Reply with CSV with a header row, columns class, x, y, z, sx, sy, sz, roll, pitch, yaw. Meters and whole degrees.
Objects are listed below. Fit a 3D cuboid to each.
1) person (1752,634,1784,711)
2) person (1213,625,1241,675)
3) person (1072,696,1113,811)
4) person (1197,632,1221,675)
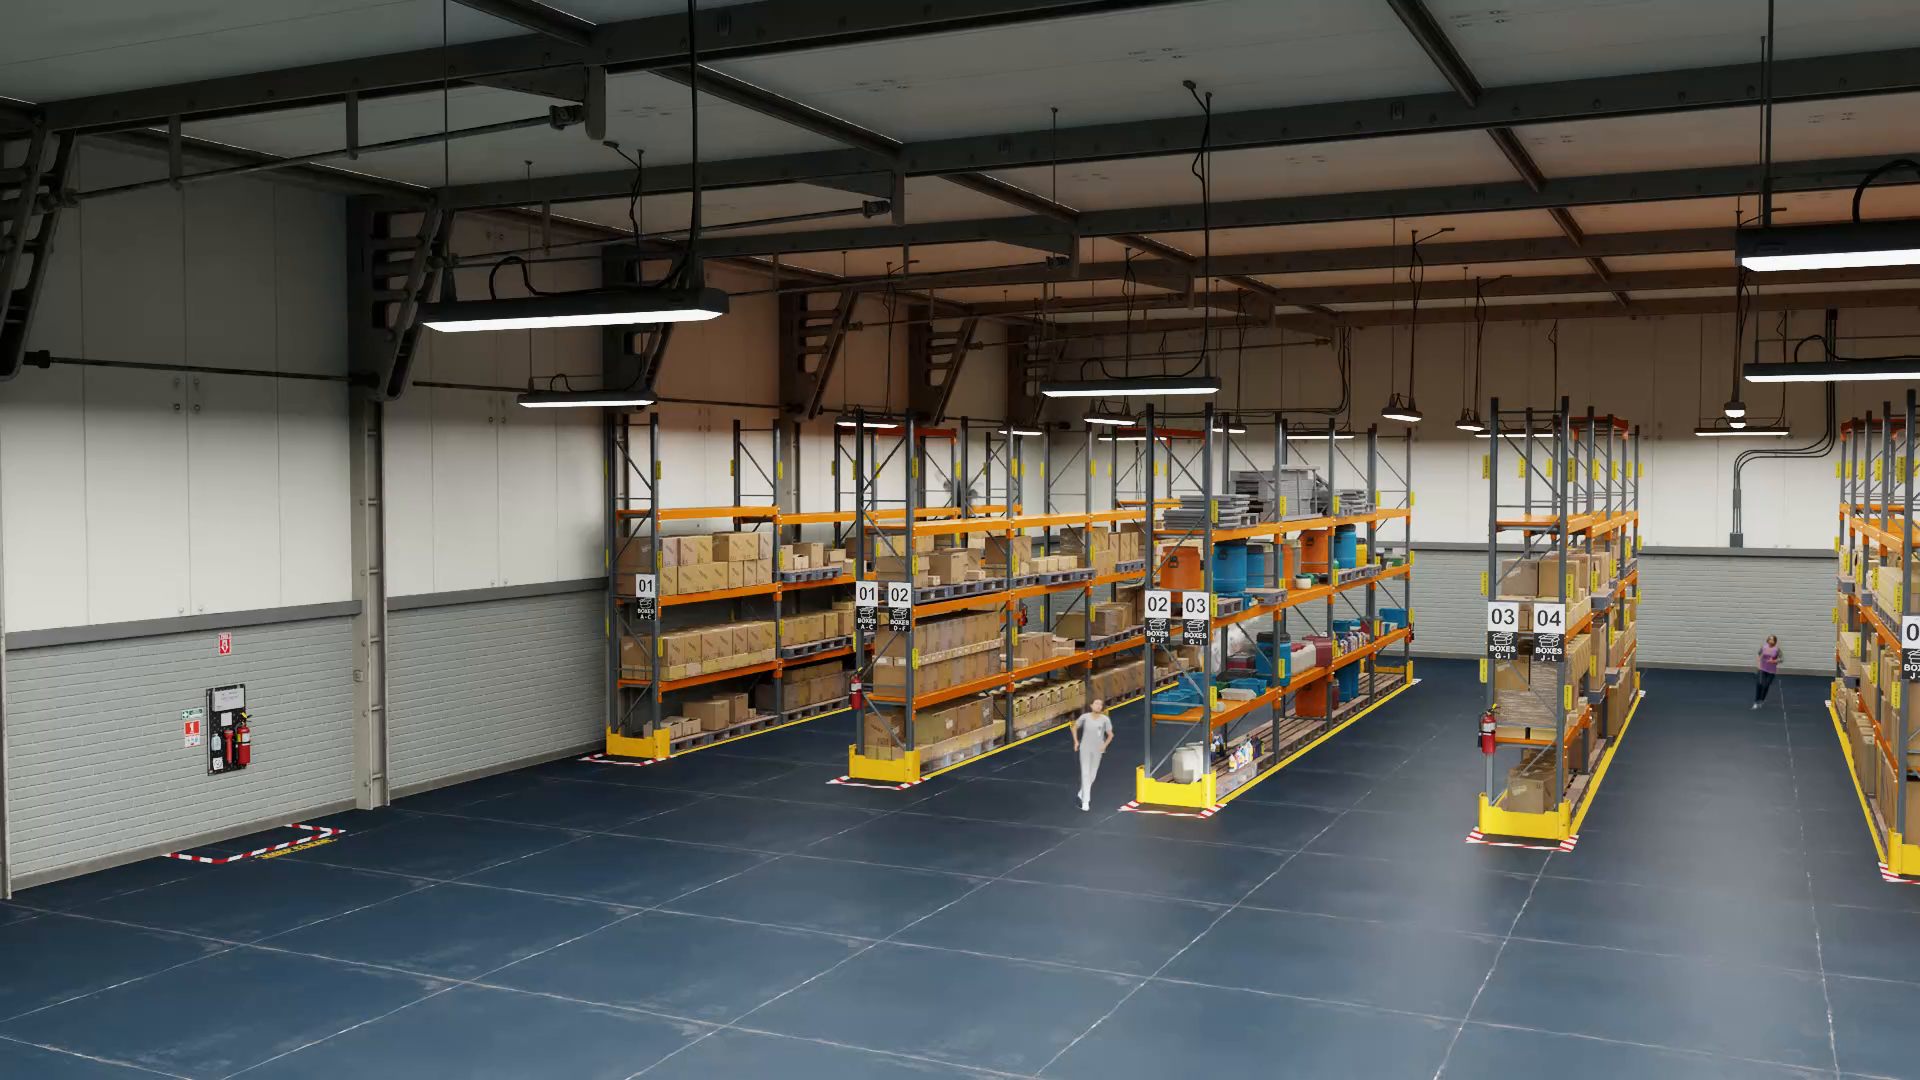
class,x,y,z,sx,sy,sz,roll,pitch,yaw
person,16.917,2.755,34.780,0.574,1.592,0.804,1,3,28
person,5.823,2.596,36.481,0.640,1.736,0.596,1,3,17
person,1.976,3.161,24.780,0.600,1.628,0.731,0,2,-1
person,5.241,2.712,34.810,0.592,1.646,0.501,1,3,17
